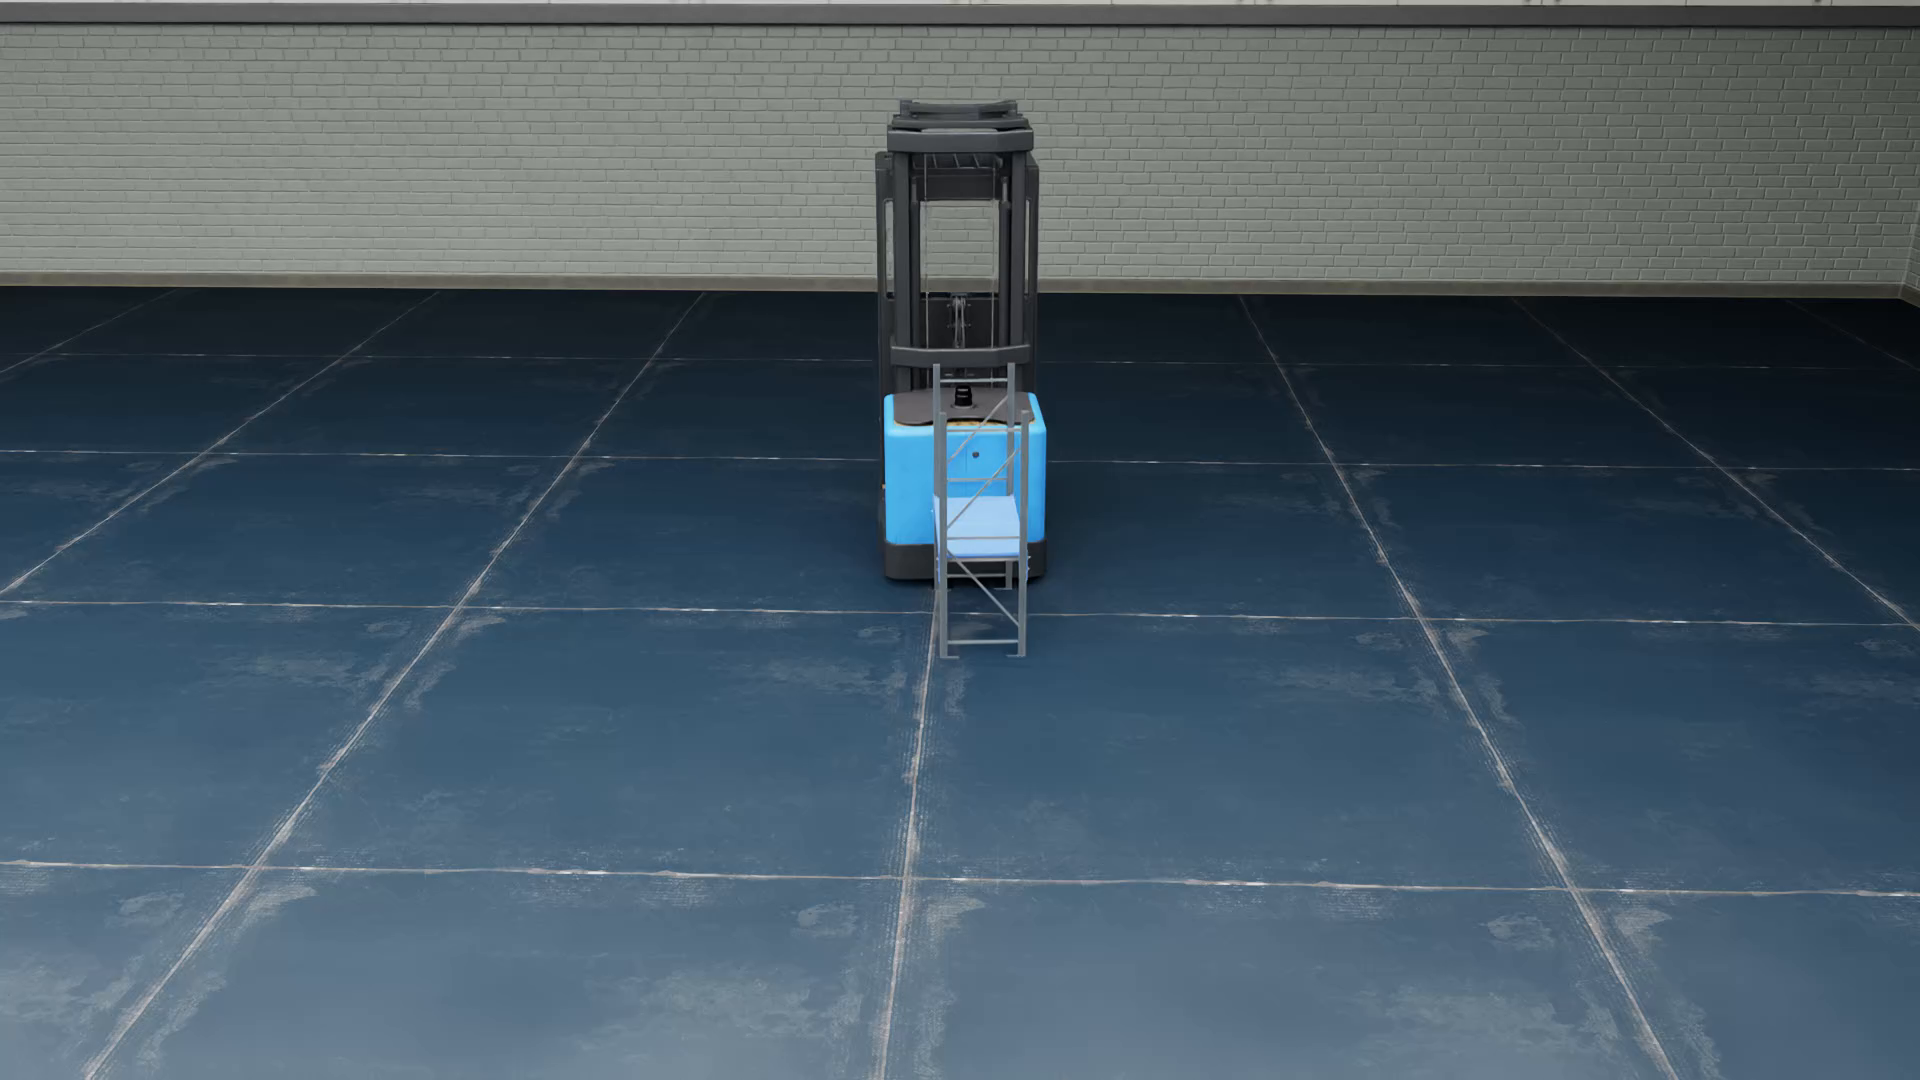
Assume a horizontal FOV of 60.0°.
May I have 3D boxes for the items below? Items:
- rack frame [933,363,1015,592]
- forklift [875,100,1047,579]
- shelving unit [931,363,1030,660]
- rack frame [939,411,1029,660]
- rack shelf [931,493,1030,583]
[{"bbox_3d":[0.086,-0.375,10.423,0.500,1.500,0.032,-1,21,-3],"label":"rack frame"},{"bbox_3d":[-0.030,-1.600,11.601,1.130,2.935,3.031,-1,21,-3],"label":"forklift"},{"bbox_3d":[0.110,-0.192,9.950,0.538,1.500,1.048,-1,21,-3],"label":"shelving unit"},{"bbox_3d":[0.134,-0.008,9.476,0.500,1.500,0.032,-1,21,-3],"label":"rack frame"},{"bbox_3d":[0.110,-0.024,10.015,0.538,0.185,1.000,-1,21,-3],"label":"rack shelf"}]
